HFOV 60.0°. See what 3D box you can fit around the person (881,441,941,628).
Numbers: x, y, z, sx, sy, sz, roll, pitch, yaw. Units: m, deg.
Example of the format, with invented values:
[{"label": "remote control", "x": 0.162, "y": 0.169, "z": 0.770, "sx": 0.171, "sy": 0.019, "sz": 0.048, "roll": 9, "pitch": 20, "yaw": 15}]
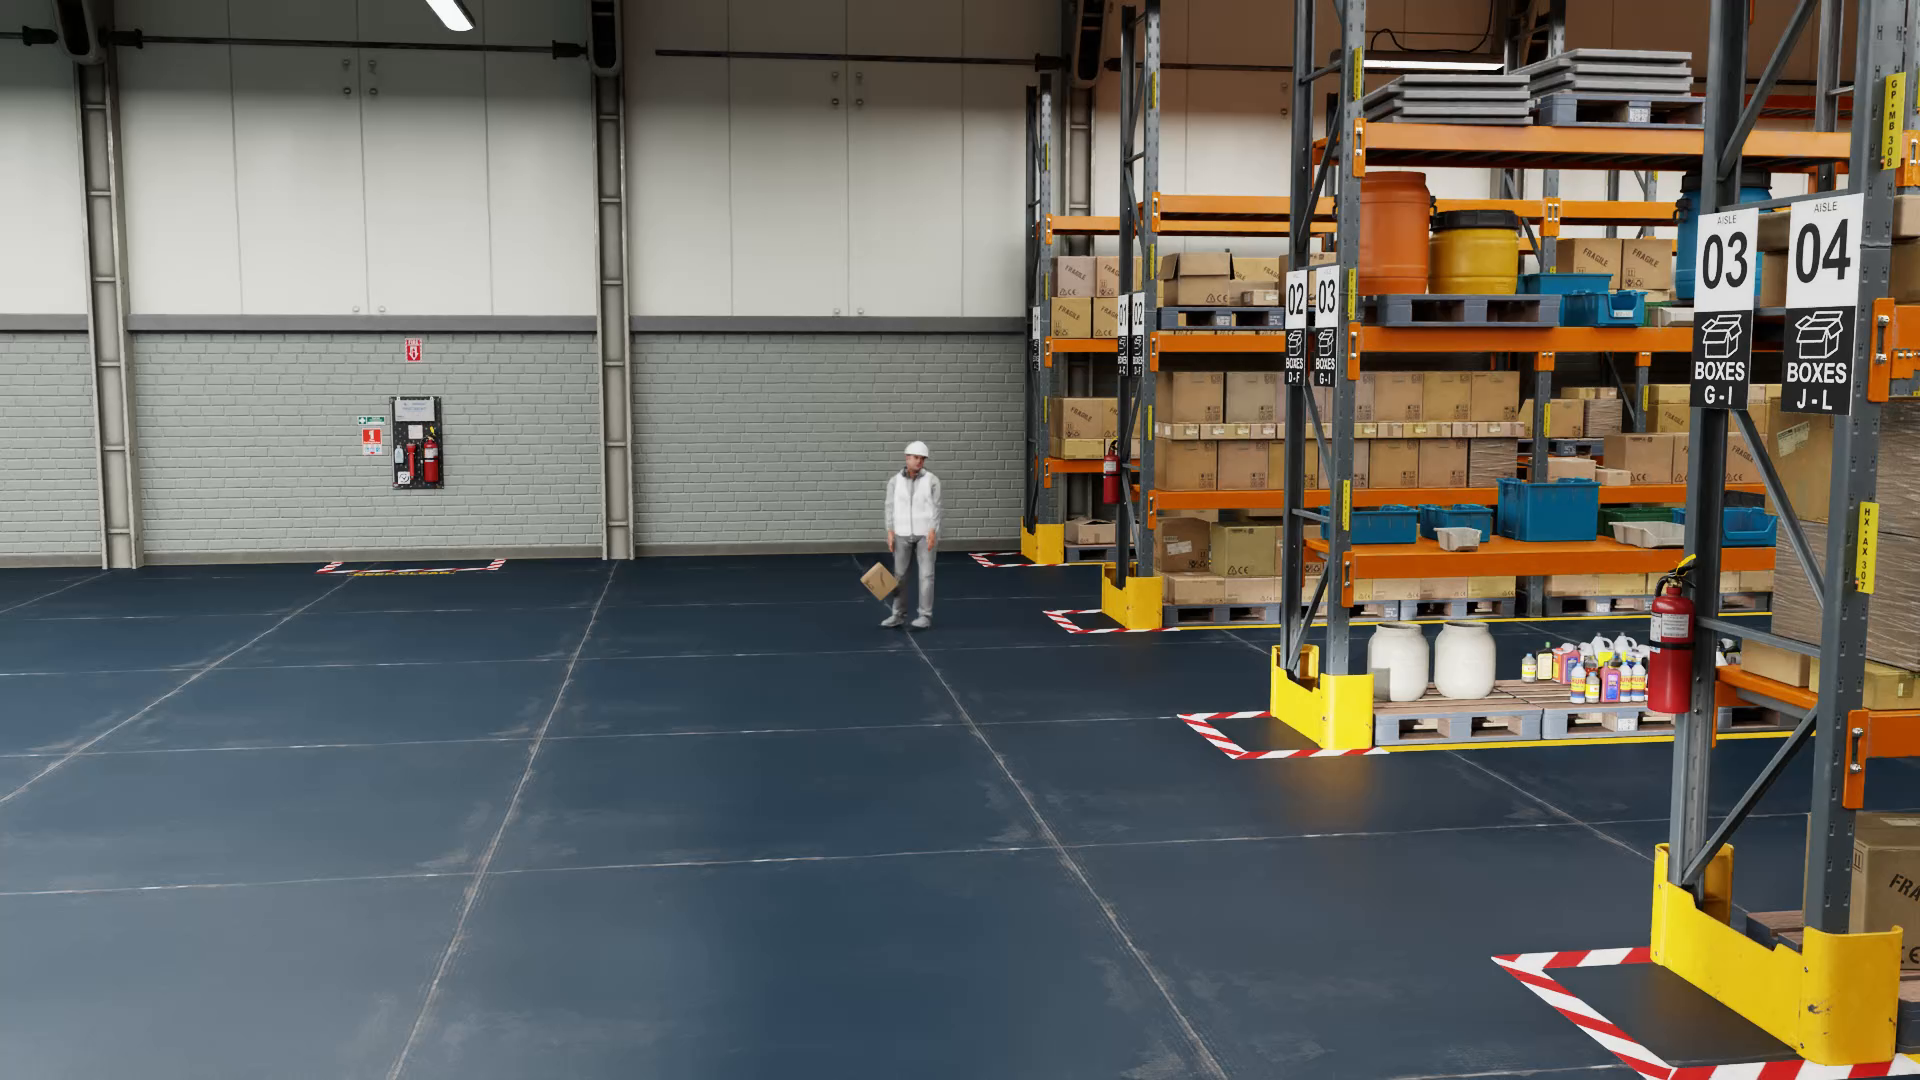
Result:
[{"label": "person", "x": -0.474, "y": -0.049, "z": 15.815, "sx": 0.571, "sy": 1.779, "sz": 0.504, "roll": 1, "pitch": 7, "yaw": 9}]
